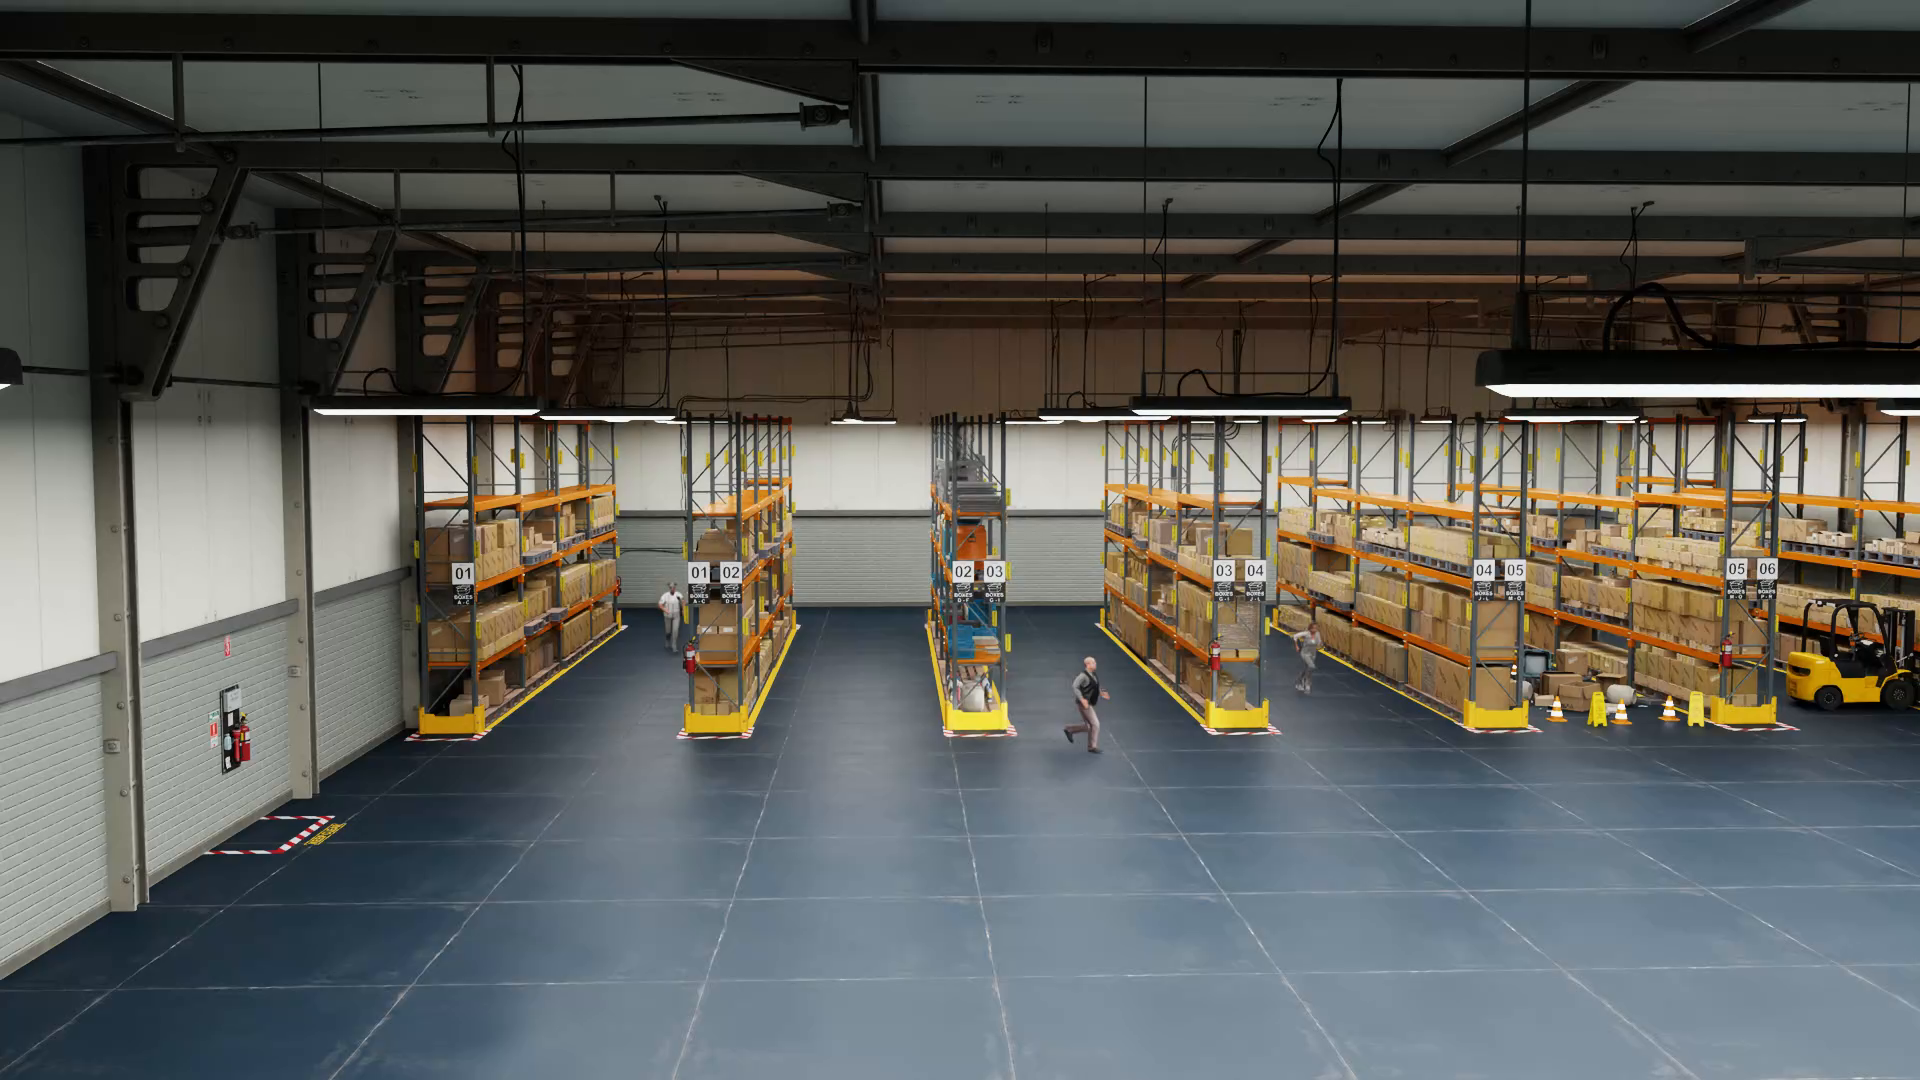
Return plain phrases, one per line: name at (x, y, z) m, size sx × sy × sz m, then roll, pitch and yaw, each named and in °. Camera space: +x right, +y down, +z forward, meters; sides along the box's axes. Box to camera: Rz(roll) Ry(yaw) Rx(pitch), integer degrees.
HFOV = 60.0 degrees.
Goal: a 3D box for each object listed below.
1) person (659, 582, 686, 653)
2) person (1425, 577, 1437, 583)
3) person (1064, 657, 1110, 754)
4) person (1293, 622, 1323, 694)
person at (-7.351, 1.955, 42.538) m, size 0.688 × 1.782 × 0.817 m, roll -1°, pitch 4°, yaw -14°
person at (13.918, 1.592, 49.150) m, size 0.555 × 1.605 × 0.609 m, roll 0°, pitch 4°, yaw 1°
person at (2.169, 2.897, 29.258) m, size 0.830 × 1.694 × 0.647 m, roll 2°, pitch 4°, yaw 27°
person at (7.443, 2.510, 35.601) m, size 0.527 × 1.539 × 0.845 m, roll -2°, pitch 4°, yaw -25°
